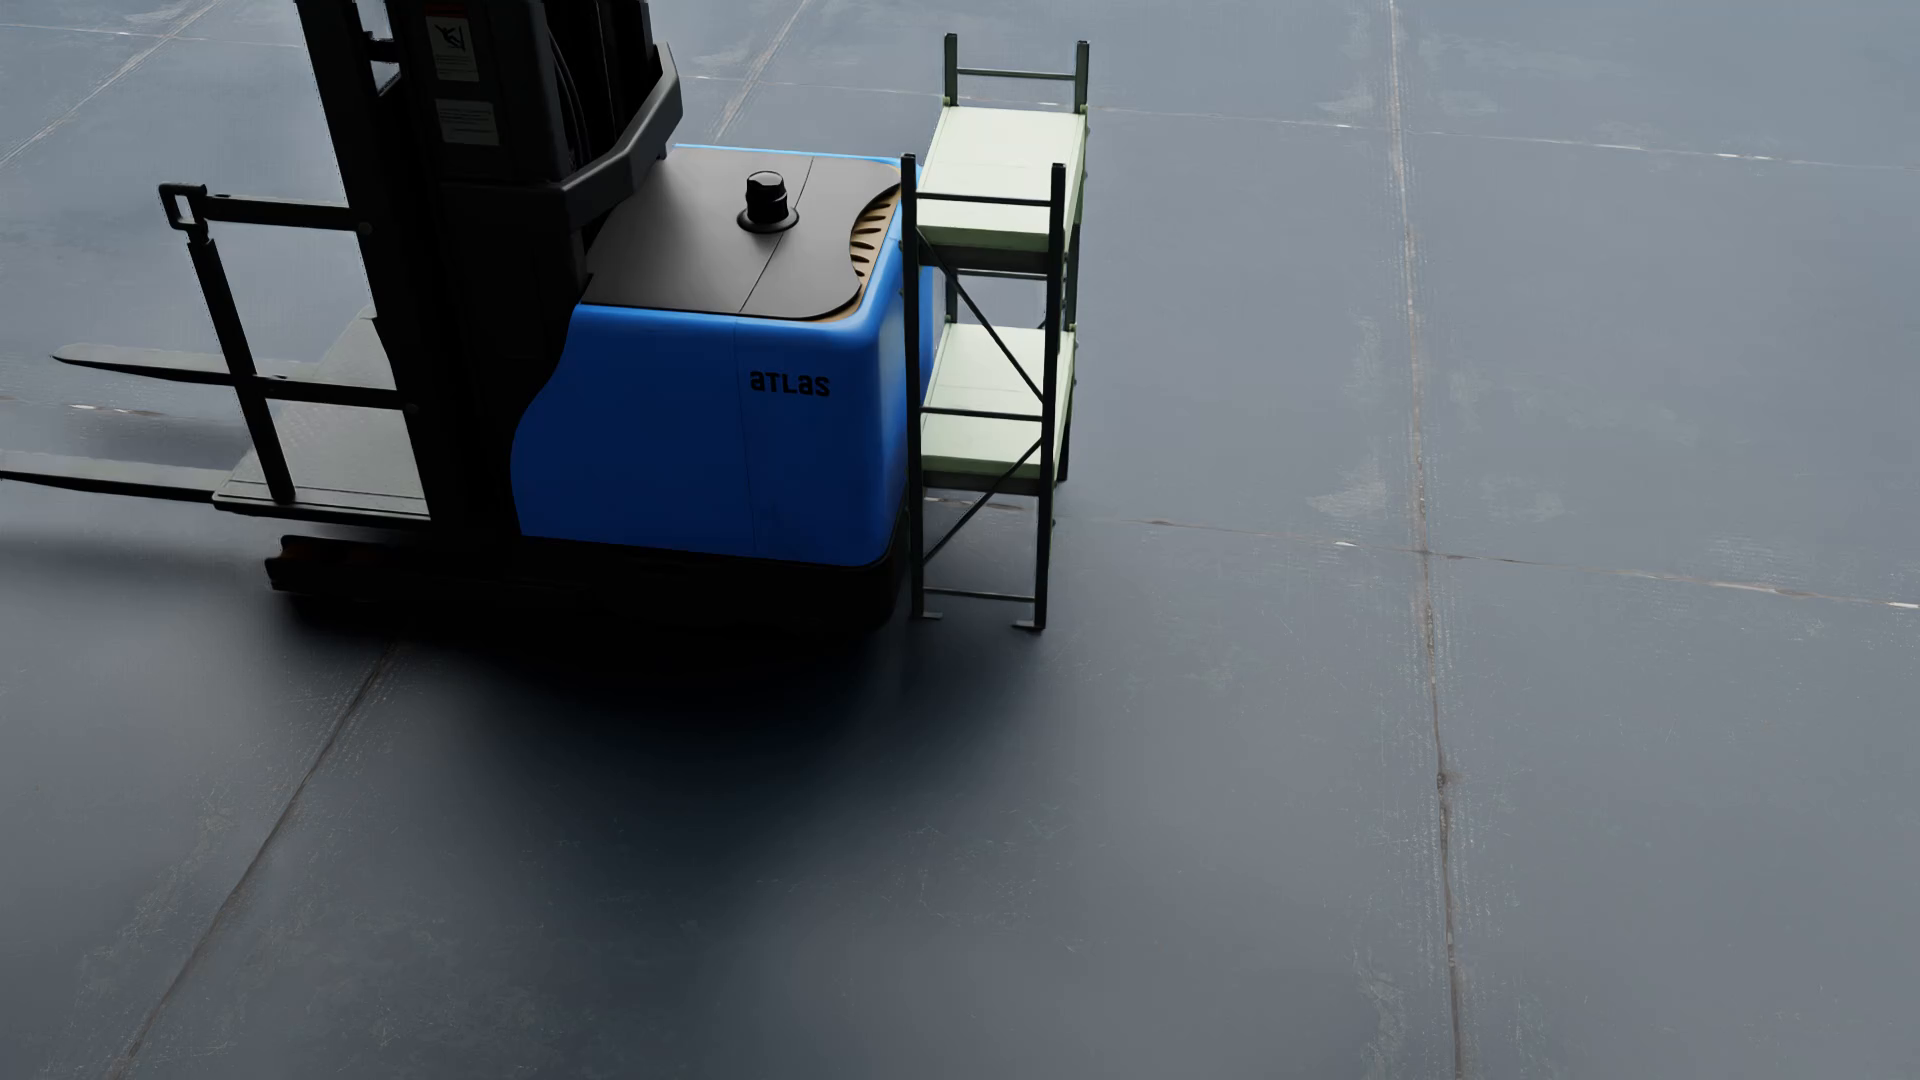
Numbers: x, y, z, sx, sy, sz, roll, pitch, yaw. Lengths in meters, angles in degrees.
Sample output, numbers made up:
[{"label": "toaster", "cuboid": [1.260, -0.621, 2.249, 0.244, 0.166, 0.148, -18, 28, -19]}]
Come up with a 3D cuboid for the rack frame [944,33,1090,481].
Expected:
[{"label": "rack frame", "cuboid": [0.156, -0.798, 5.038, 0.400, 1.500, 0.023, 5, 40, 6]}]

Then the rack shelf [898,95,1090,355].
[{"label": "rack shelf", "cuboid": [0.106, -0.868, 4.510, 0.431, 0.370, 0.720, 5, 40, 6]}]

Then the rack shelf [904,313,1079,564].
[{"label": "rack shelf", "cuboid": [0.106, -0.316, 4.966, 0.431, 0.370, 0.720, 5, 40, 6]}]

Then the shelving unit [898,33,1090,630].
[{"label": "shelving unit", "cuboid": [0.106, -0.567, 4.759, 0.431, 1.500, 0.755, 5, 40, 6]}]

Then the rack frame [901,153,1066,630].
[{"label": "rack frame", "cuboid": [0.056, -0.336, 4.479, 0.400, 1.500, 0.023, 5, 40, 6]}]

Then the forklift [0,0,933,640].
[{"label": "forklift", "cuboid": [-1.633, -1.267, 4.483, 3.031, 2.935, 1.130, 5, 40, 6]}]
